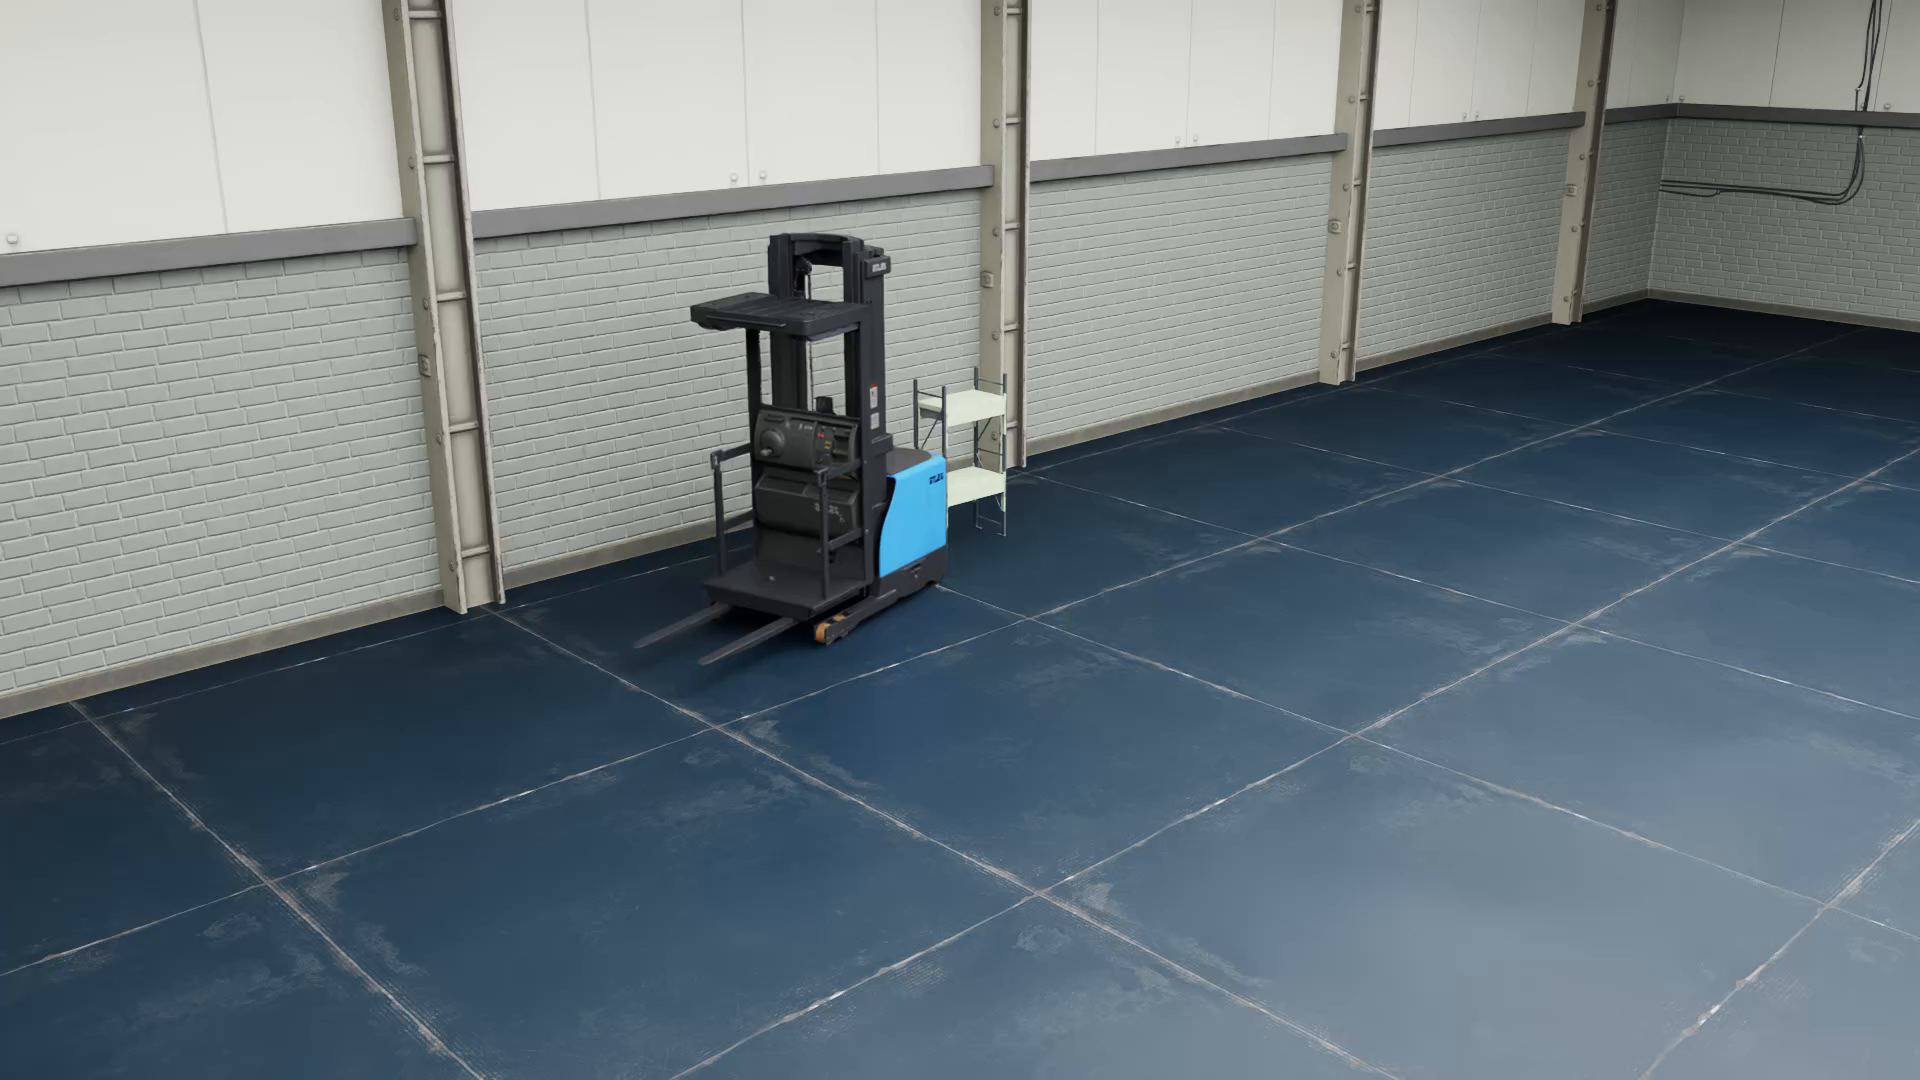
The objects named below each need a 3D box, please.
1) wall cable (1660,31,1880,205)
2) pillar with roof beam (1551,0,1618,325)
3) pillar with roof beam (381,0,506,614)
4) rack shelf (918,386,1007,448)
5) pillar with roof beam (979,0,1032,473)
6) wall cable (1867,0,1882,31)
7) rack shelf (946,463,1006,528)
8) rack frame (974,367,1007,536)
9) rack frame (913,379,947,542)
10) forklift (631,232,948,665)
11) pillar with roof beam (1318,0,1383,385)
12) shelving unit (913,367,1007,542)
[{"bbox_3d":[12.213,-6.435,25.275,0.112,2.526,3.097,-16,24,-41],"label":"wall cable"},{"bbox_3d":[12.122,-6.619,20.809,0.400,9.000,9.100,-16,24,-41],"label":"pillar with roof beam"},{"bbox_3d":[-0.957,-2.805,9.046,0.400,9.000,9.100,-16,24,-41],"label":"pillar with roof beam"},{"bbox_3d":[0.005,-1.086,14.637,0.720,0.370,0.431,-16,24,-41],"label":"rack shelf"},{"bbox_3d":[3.402,-4.076,12.967,0.400,9.000,9.100,-16,24,-41],"label":"pillar with roof beam"},{"bbox_3d":[14.072,-8.231,22.627,0.112,2.526,3.097,-16,24,-41],"label":"wall cable"},{"bbox_3d":[0.005,-0.405,14.858,0.720,0.370,0.431,-16,24,-41],"label":"rack shelf"},{"bbox_3d":[0.271,-0.792,14.997,0.023,1.500,0.400,-16,24,-41],"label":"rack frame"},{"bbox_3d":[-0.261,-0.637,14.519,0.023,1.500,0.400,-16,24,-41],"label":"rack frame"},{"bbox_3d":[-1.294,-0.766,12.594,1.130,2.935,3.031,11,21,29],"label":"forklift"},{"bbox_3d":[7.762,-5.348,16.888,0.400,9.000,9.100,-16,24,-41],"label":"pillar with roof beam"},{"bbox_3d":[0.005,-0.715,14.758,0.755,1.500,0.431,-16,24,-41],"label":"shelving unit"}]
